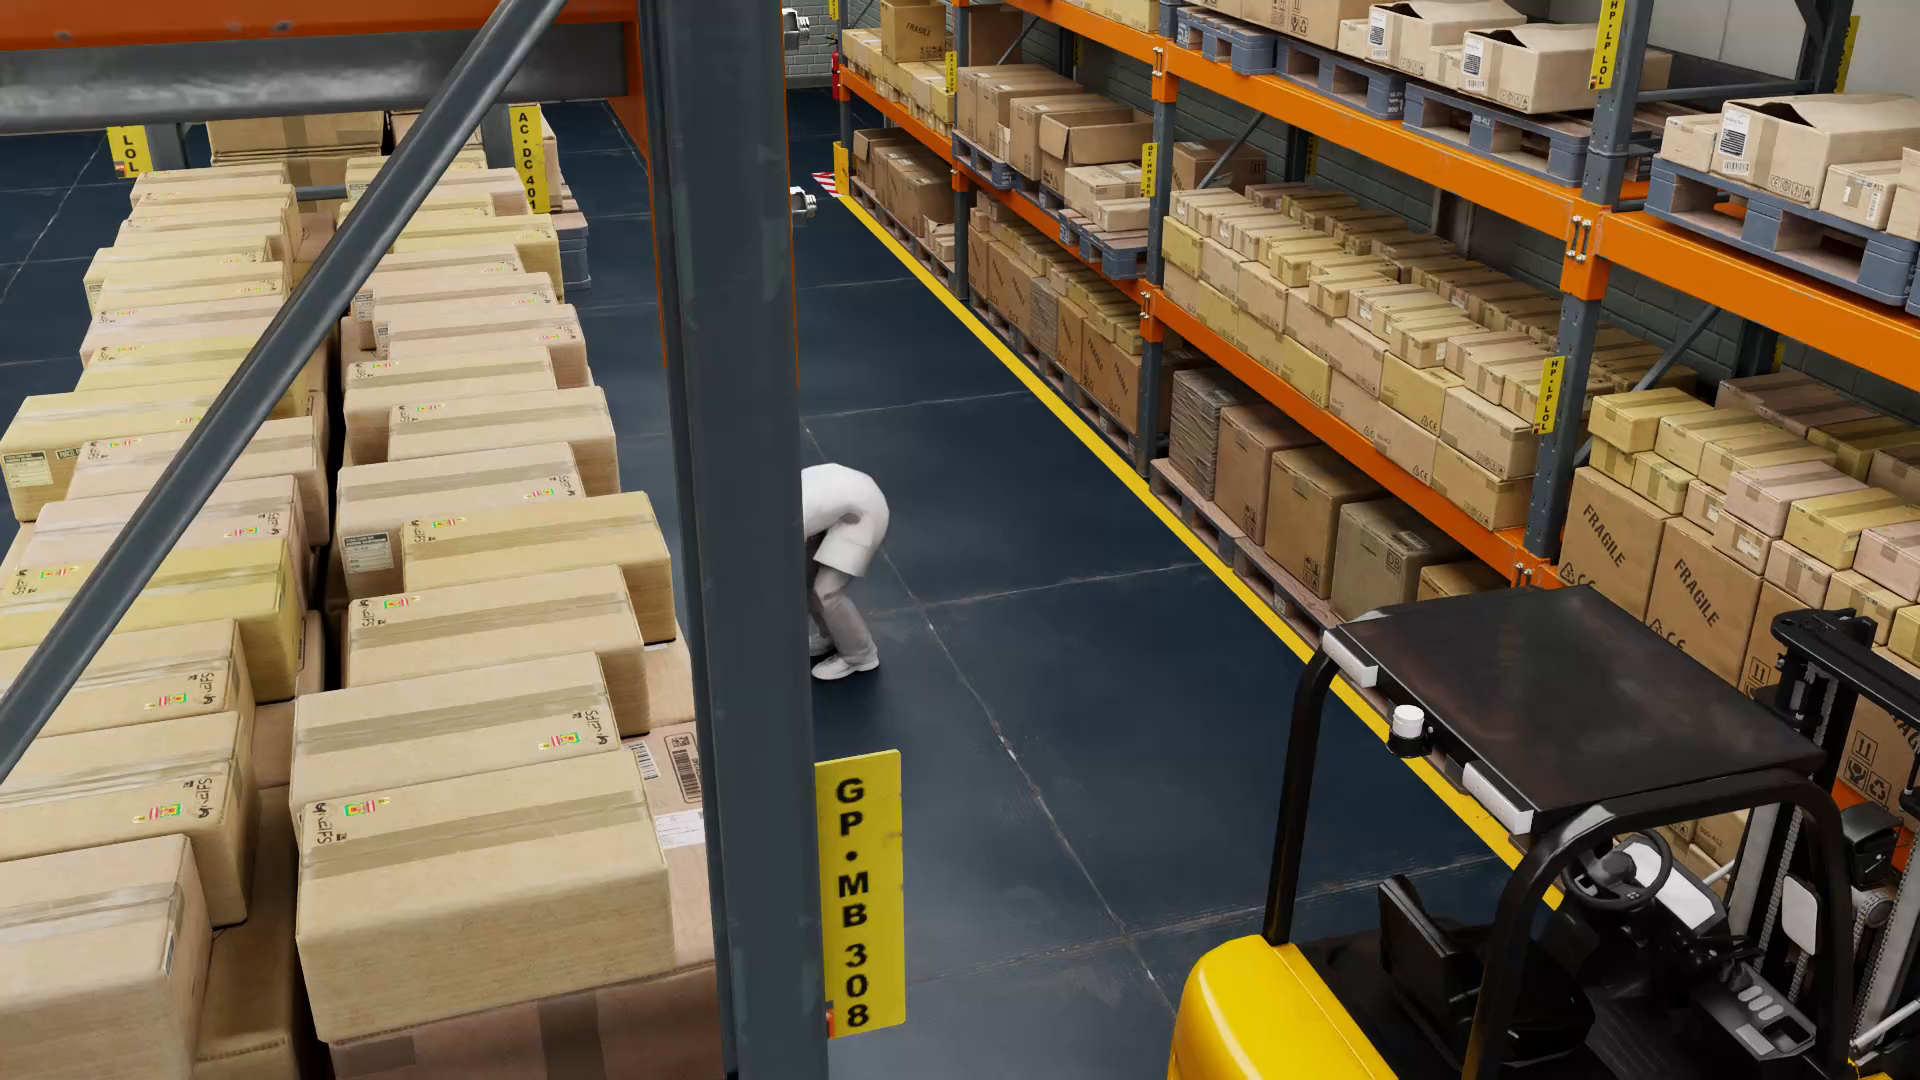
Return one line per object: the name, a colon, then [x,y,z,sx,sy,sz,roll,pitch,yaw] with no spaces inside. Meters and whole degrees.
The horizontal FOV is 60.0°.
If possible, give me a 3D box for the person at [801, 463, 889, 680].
person: [-0.825,0.173,8.546,0.951,1.101,0.573,-9,27,-18]
